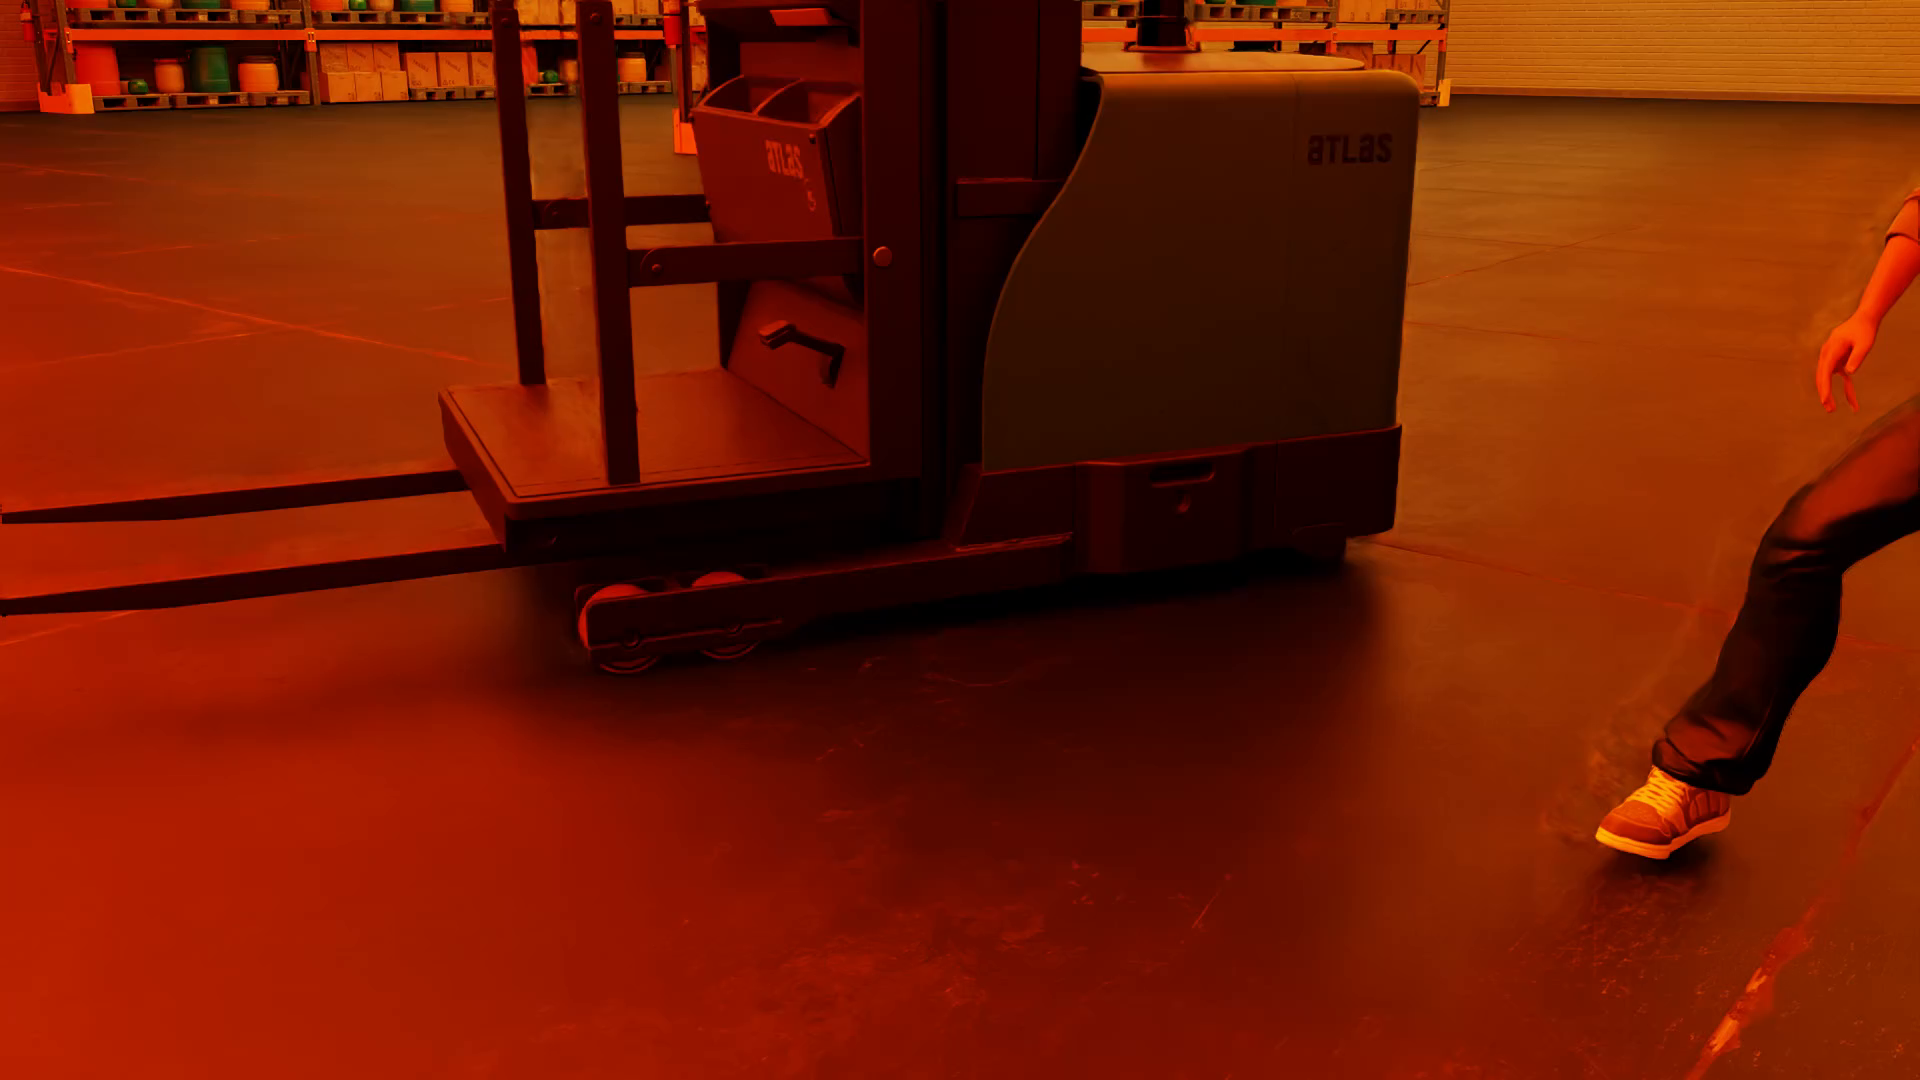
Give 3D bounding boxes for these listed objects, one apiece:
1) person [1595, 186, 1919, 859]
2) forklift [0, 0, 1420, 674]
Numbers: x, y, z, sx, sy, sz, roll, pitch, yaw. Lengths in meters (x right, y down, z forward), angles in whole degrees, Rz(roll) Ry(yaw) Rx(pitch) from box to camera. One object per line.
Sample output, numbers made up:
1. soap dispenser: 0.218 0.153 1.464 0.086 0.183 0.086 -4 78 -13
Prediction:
1. person: 1.490 -0.174 2.129 0.842 1.460 0.880 -13 21 -38
2. forklift: -0.570 -1.325 3.261 3.031 2.935 1.130 -7 18 -22
